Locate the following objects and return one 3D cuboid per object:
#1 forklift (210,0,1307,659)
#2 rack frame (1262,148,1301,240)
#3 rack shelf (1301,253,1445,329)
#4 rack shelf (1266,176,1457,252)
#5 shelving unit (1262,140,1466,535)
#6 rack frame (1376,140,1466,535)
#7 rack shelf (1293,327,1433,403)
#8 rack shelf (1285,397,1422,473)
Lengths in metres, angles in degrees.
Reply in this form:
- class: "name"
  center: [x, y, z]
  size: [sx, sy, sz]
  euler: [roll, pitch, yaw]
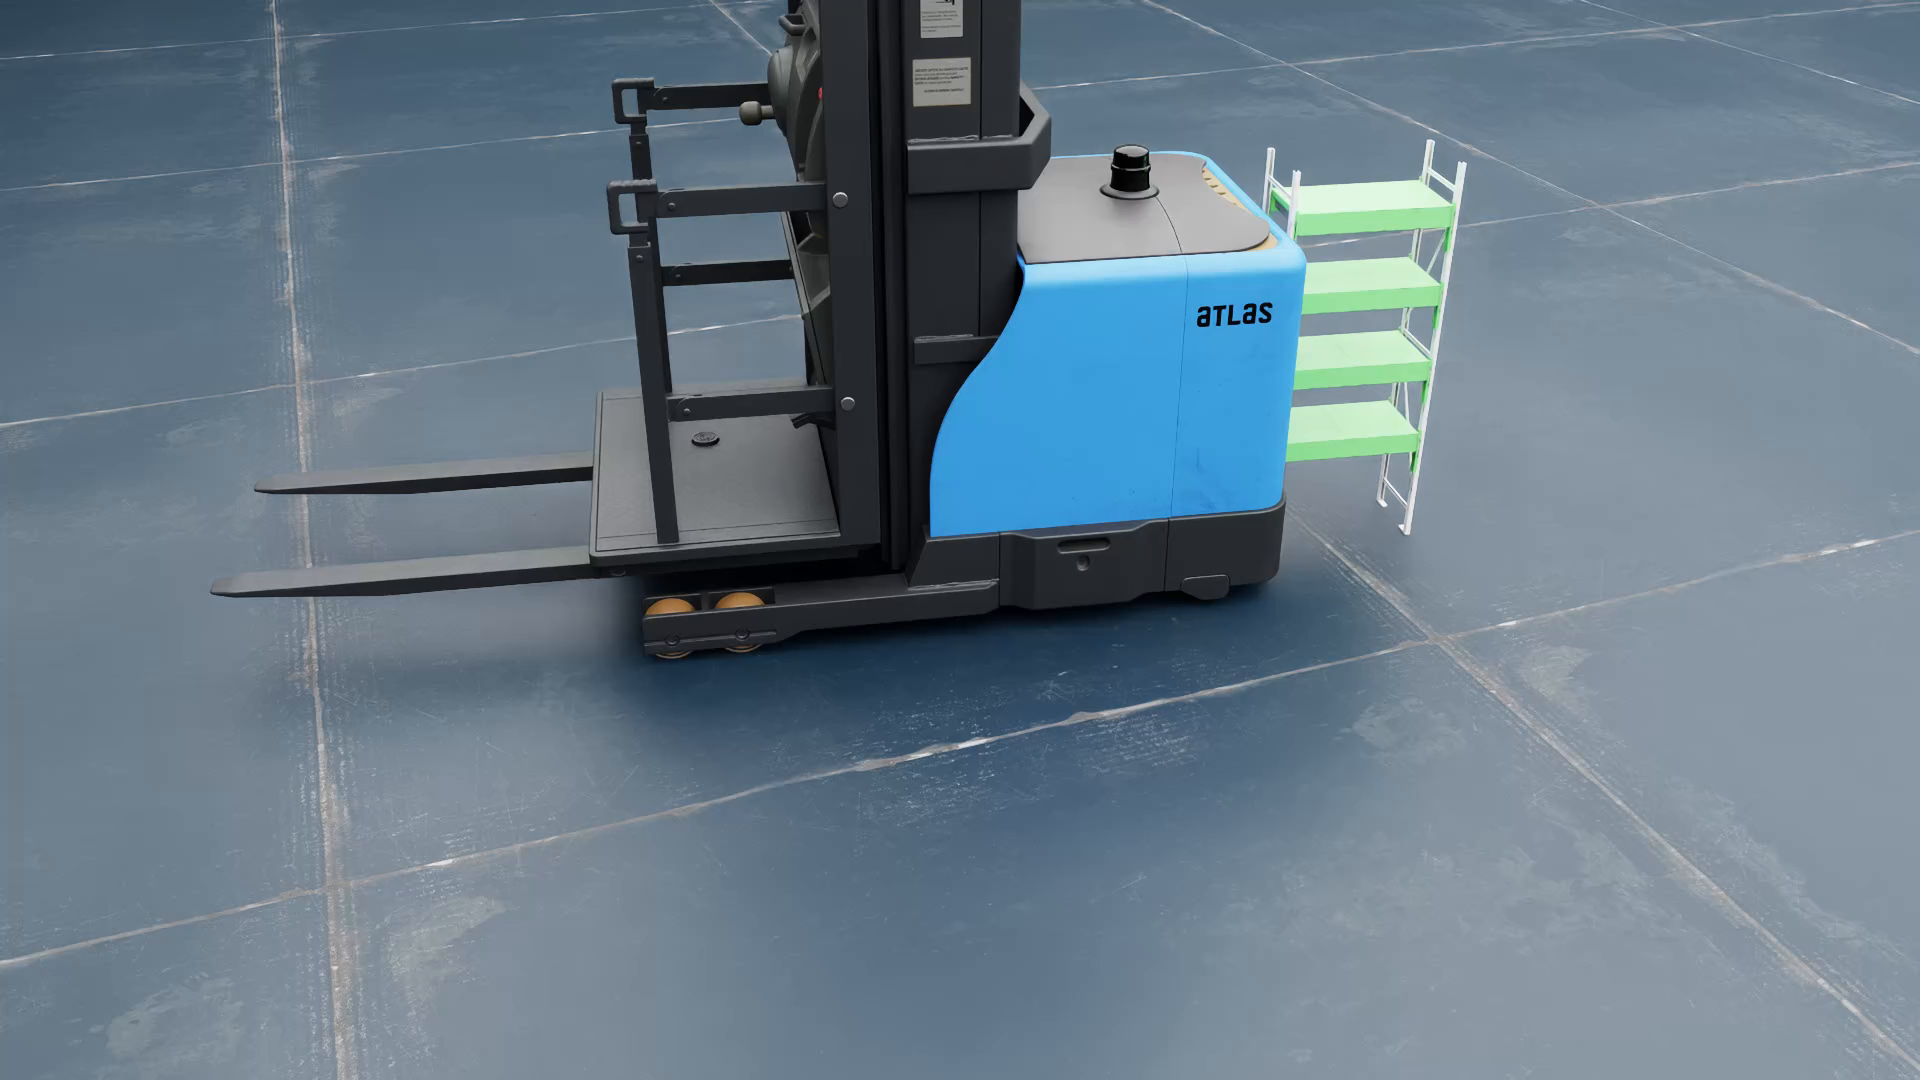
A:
- class: "forklift"
  center: [-0.614, -1.222, 4.435]
  size: [3.031, 2.935, 1.130]
  euler: [-5, 30, -8]
- class: "rack frame"
  center: [0.919, -0.556, 5.014]
  size: [0.015, 1.200, 0.240]
  euler: [-5, 30, -8]
- class: "rack shelf"
  center: [1.160, -0.729, 4.962]
  size: [0.480, 0.148, 0.258]
  euler: [-5, 30, -8]
- class: "rack shelf"
  center: [1.160, -0.938, 4.843]
  size: [0.480, 0.148, 0.258]
  euler: [-5, 30, -8]
- class: "shelving unit"
  center: [1.160, -0.576, 5.049]
  size: [0.503, 1.200, 0.258]
  euler: [-5, 30, -8]
- class: "rack frame"
  center: [1.400, -0.596, 5.085]
  size: [0.015, 1.200, 0.240]
  euler: [-5, 30, -8]
- class: "rack shelf"
  center: [1.160, -0.521, 5.081]
  size: [0.480, 0.148, 0.258]
  euler: [-5, 30, -8]
- class: "rack shelf"
  center: [1.160, -0.312, 5.200]
  size: [0.480, 0.148, 0.258]
  euler: [-5, 30, -8]
